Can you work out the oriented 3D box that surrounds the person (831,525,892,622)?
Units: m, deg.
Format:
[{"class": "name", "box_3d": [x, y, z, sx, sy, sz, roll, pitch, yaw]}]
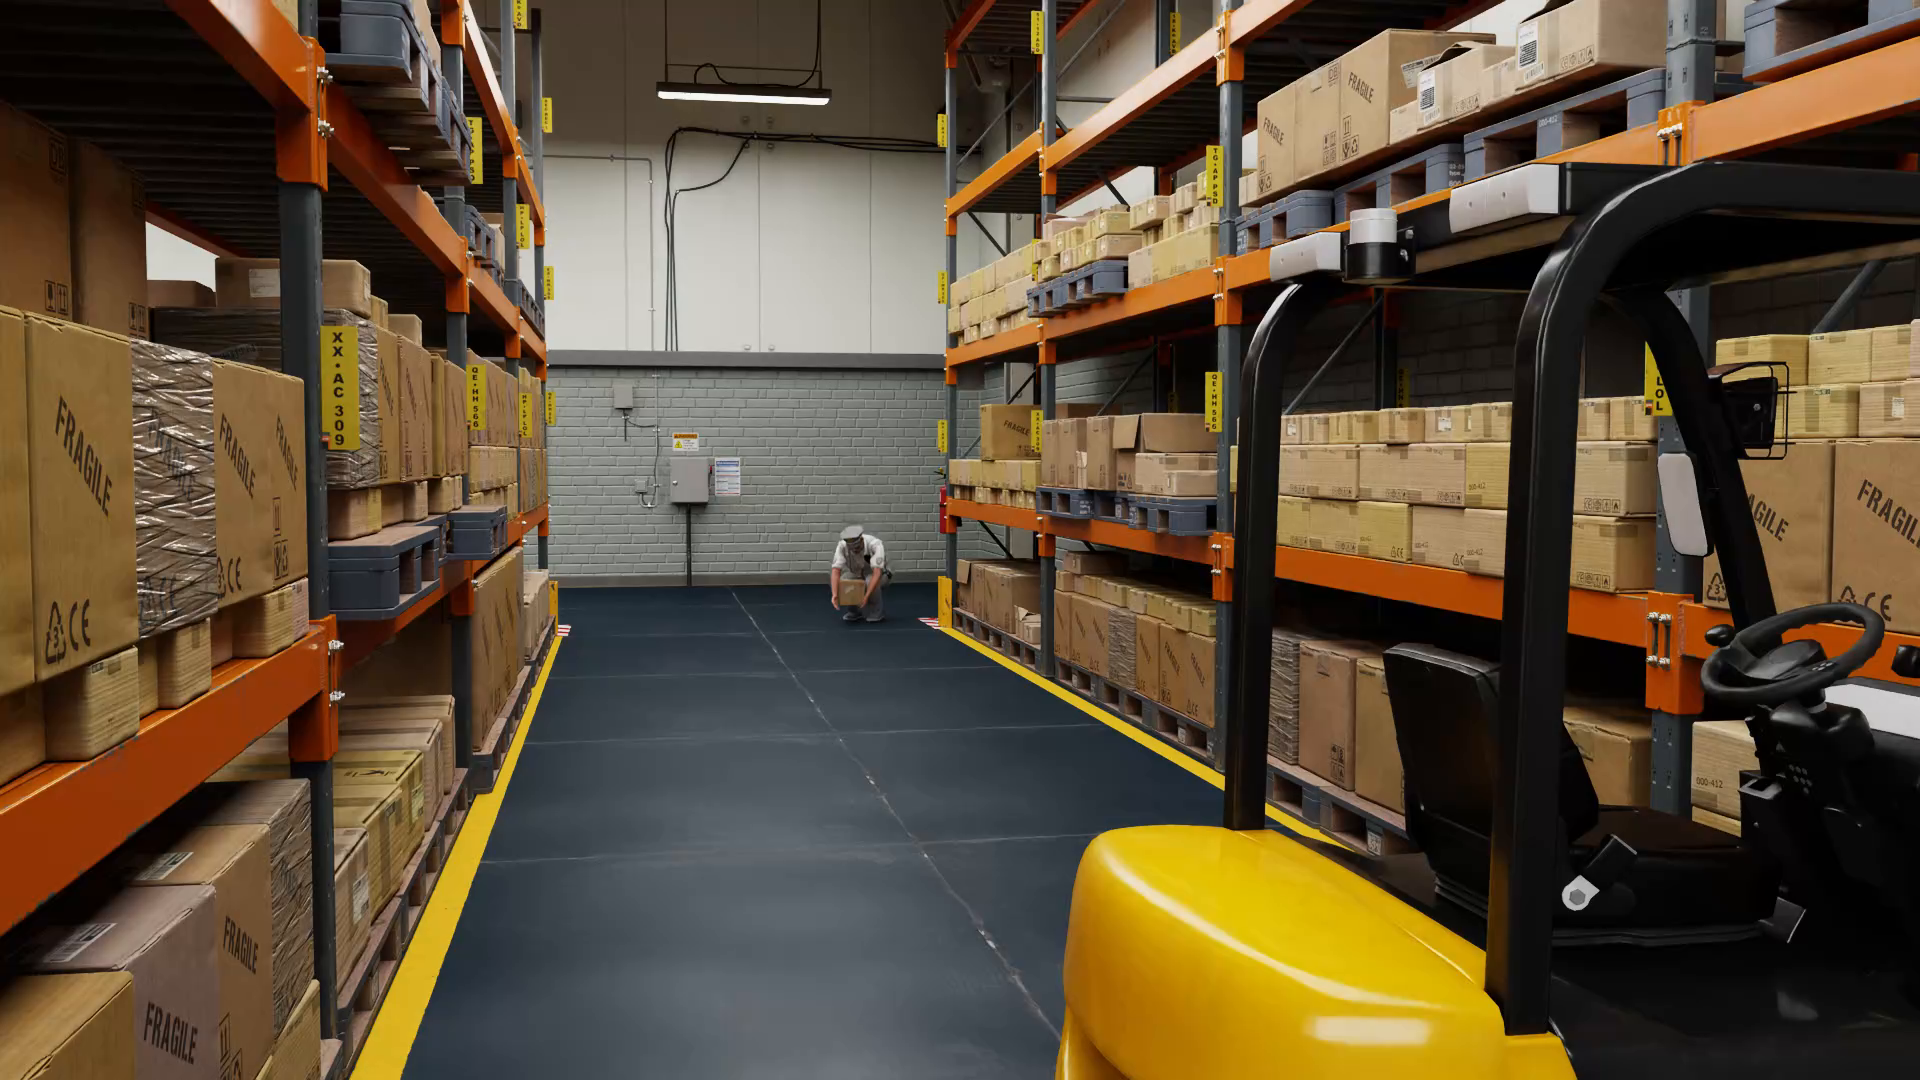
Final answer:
[{"class": "person", "box_3d": [-1.020, 0.366, 17.440, 0.576, 0.987, 0.905, 1, 3, 22]}]
